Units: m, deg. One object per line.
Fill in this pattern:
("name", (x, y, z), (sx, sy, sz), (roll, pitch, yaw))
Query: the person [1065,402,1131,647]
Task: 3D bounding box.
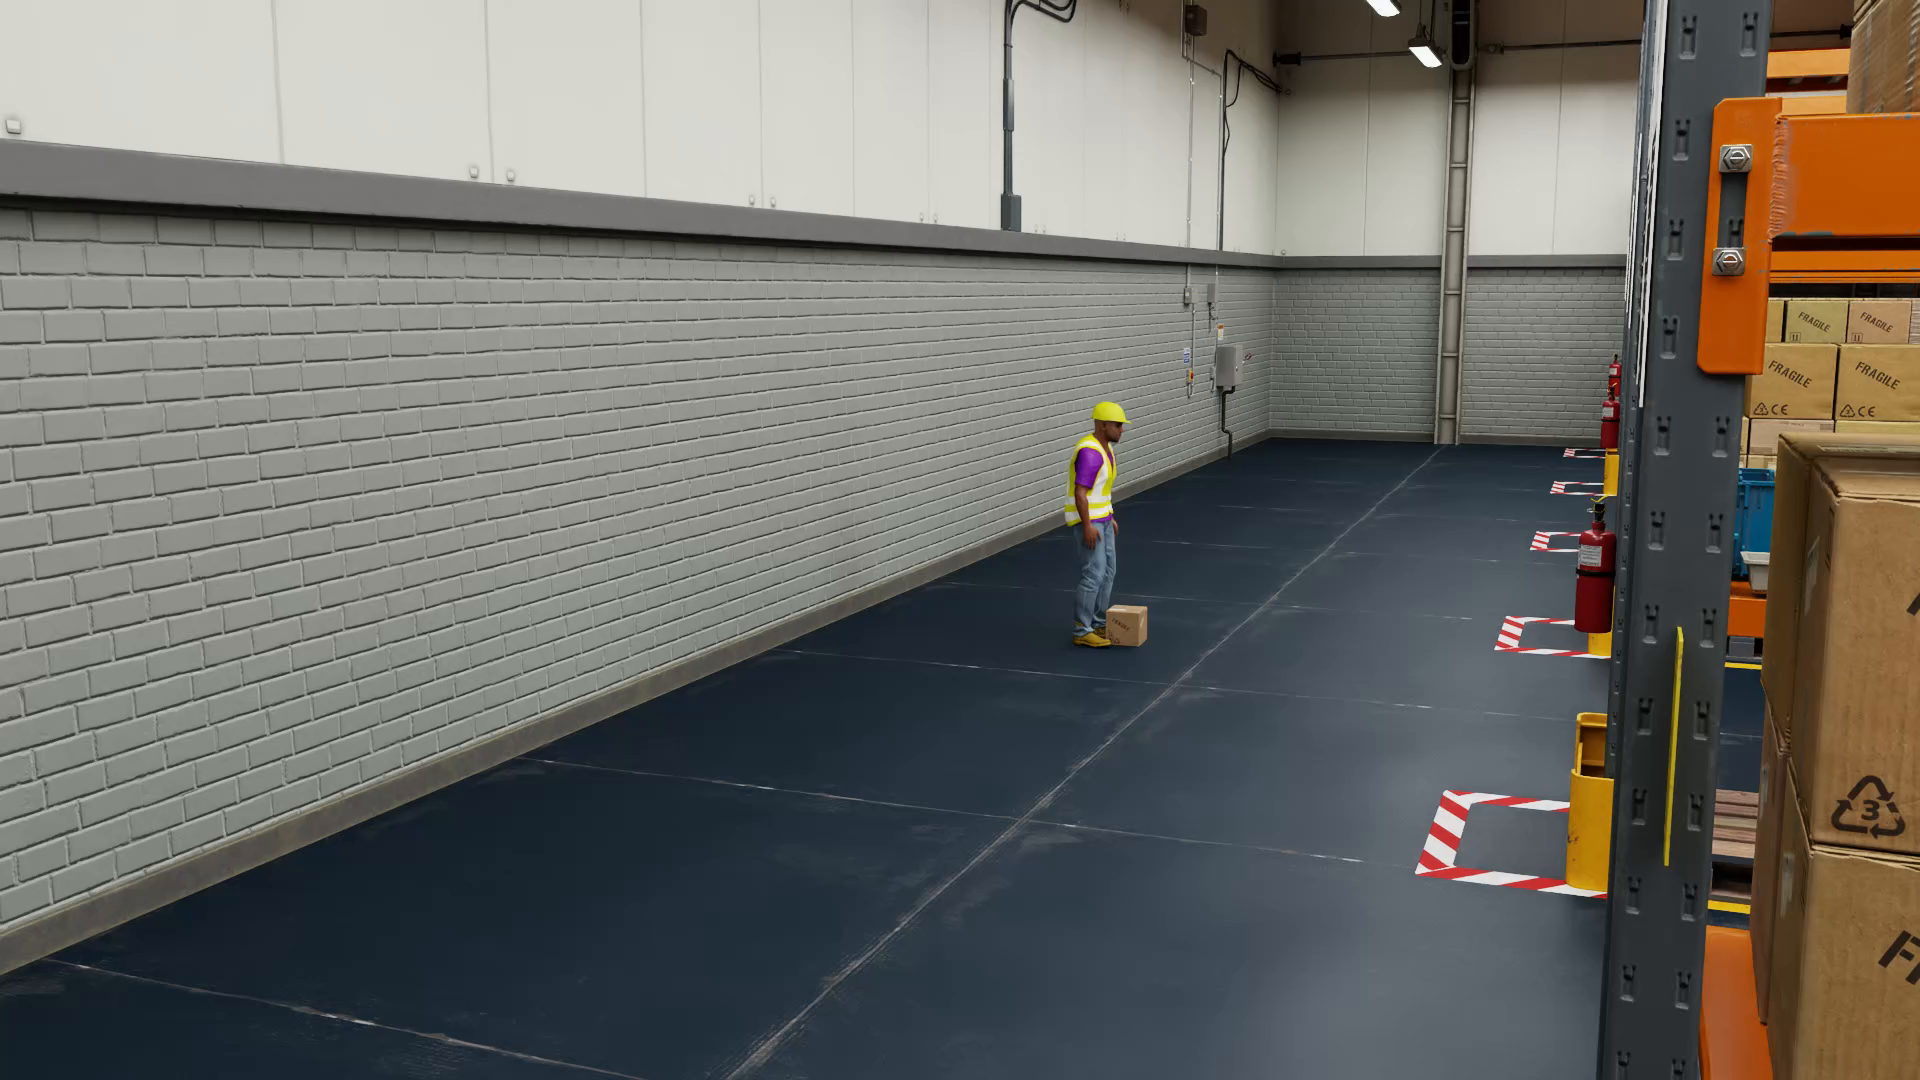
("person", (1.006, -0.129, 12.135), (0.459, 1.761, 0.626), (3, 9, 21))
